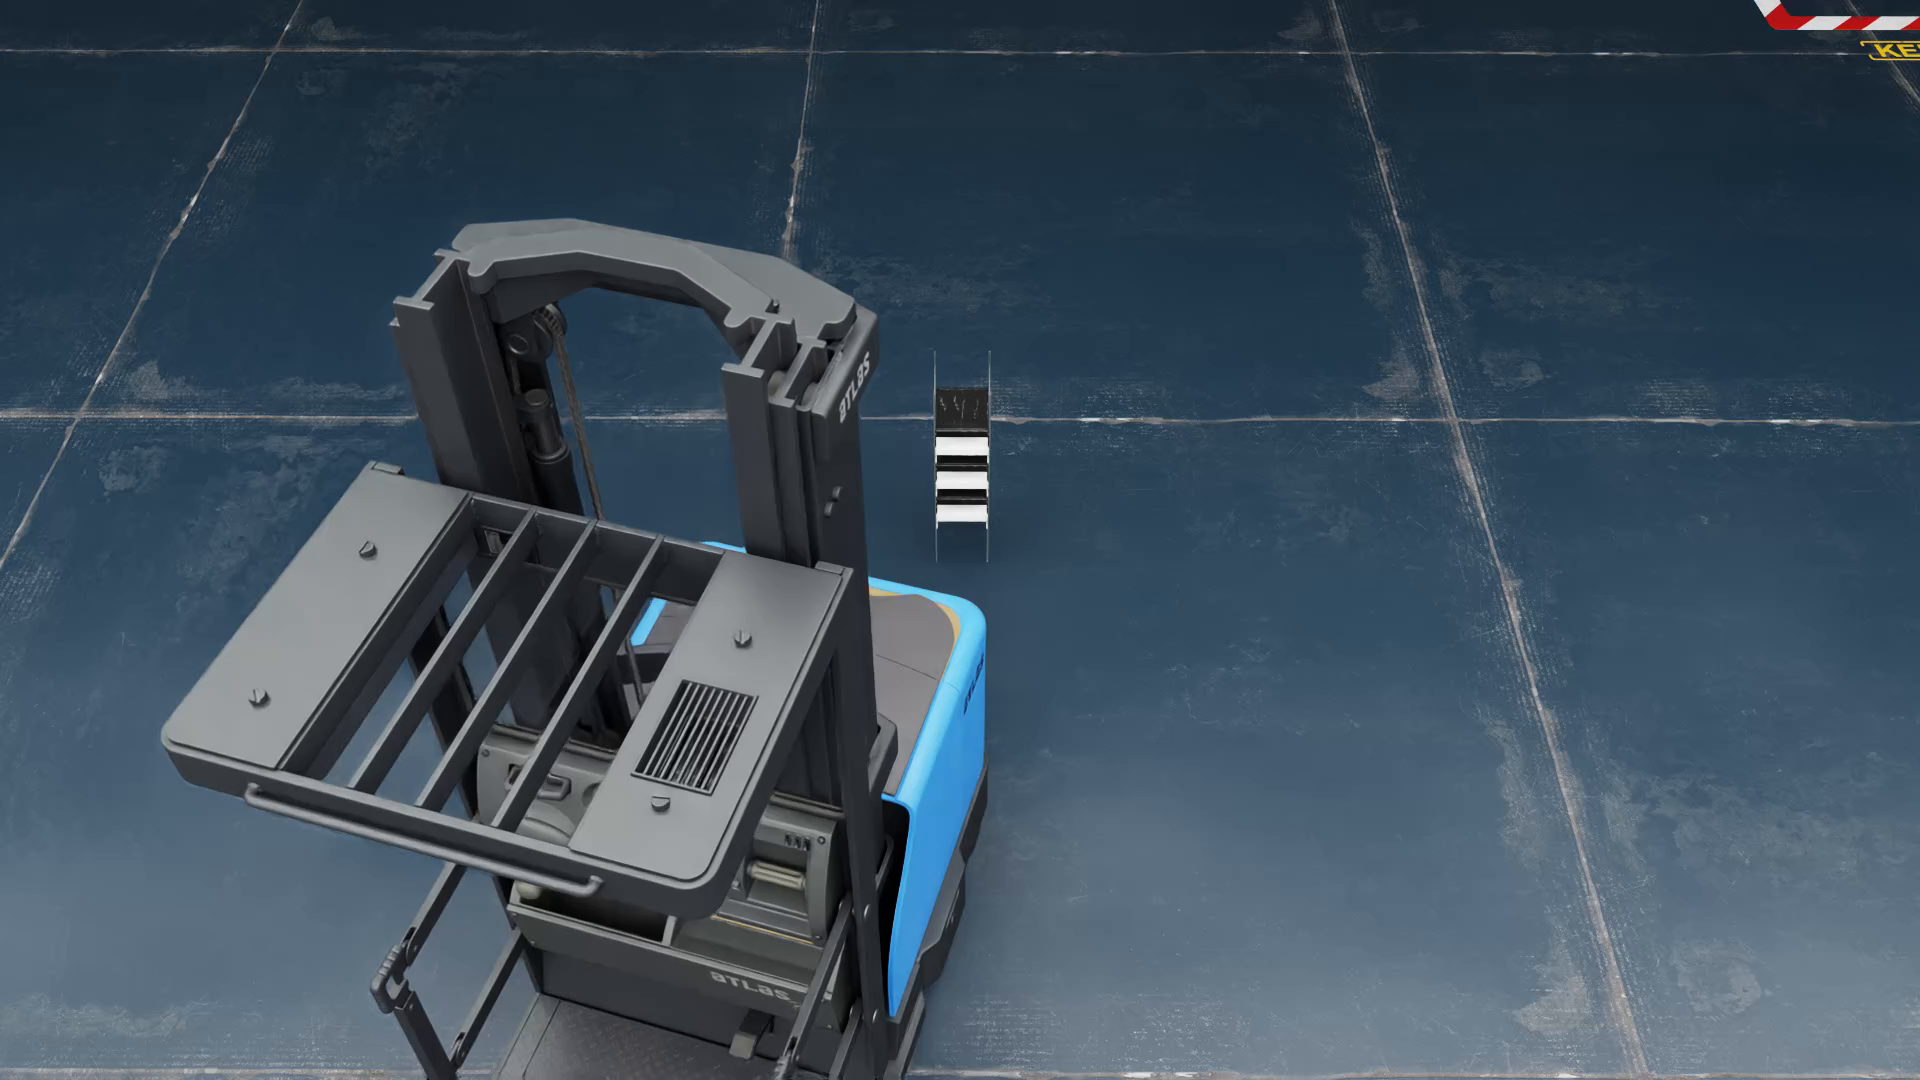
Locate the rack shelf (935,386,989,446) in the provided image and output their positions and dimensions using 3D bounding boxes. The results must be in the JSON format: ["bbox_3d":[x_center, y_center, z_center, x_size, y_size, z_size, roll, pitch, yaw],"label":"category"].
[{"bbox_3d":[0.008,-0.468,6.247,0.200,0.077,0.258,0,47,0],"label":"rack shelf"}]

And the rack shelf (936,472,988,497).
[{"bbox_3d":[0.008,-0.284,6.445,0.200,0.077,0.258,0,47,0],"label":"rack shelf"}]

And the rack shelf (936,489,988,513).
[{"bbox_3d":[0.008,-0.223,6.511,0.200,0.077,0.258,0,47,0],"label":"rack shelf"}]

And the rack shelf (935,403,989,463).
[{"bbox_3d":[0.008,-0.406,6.313,0.200,0.077,0.258,0,47,0],"label":"rack shelf"}]

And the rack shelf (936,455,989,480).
[{"bbox_3d":[0.008,-0.345,6.379,0.200,0.077,0.258,0,47,0],"label":"rack shelf"}]

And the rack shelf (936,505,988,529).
[{"bbox_3d":[0.008,-0.161,6.577,0.200,0.077,0.258,0,47,0],"label":"rack shelf"}]

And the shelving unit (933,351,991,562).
[{"bbox_3d":[0.008,-0.307,6.421,0.210,0.900,0.258,0,47,0],"label":"shelving unit"}]

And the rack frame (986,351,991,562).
[{"bbox_3d":[0.110,-0.306,6.420,0.006,0.900,0.240,0,47,0],"label":"rack frame"}]

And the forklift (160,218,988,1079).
[{"bbox_3d":[-0.816,0.858,3.949,1.130,2.935,3.031,12,48,11],"label":"forklift"}]

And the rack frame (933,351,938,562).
[{"bbox_3d":[-0.094,-0.307,6.421,0.006,0.900,0.240,0,47,0],"label":"rack frame"}]
